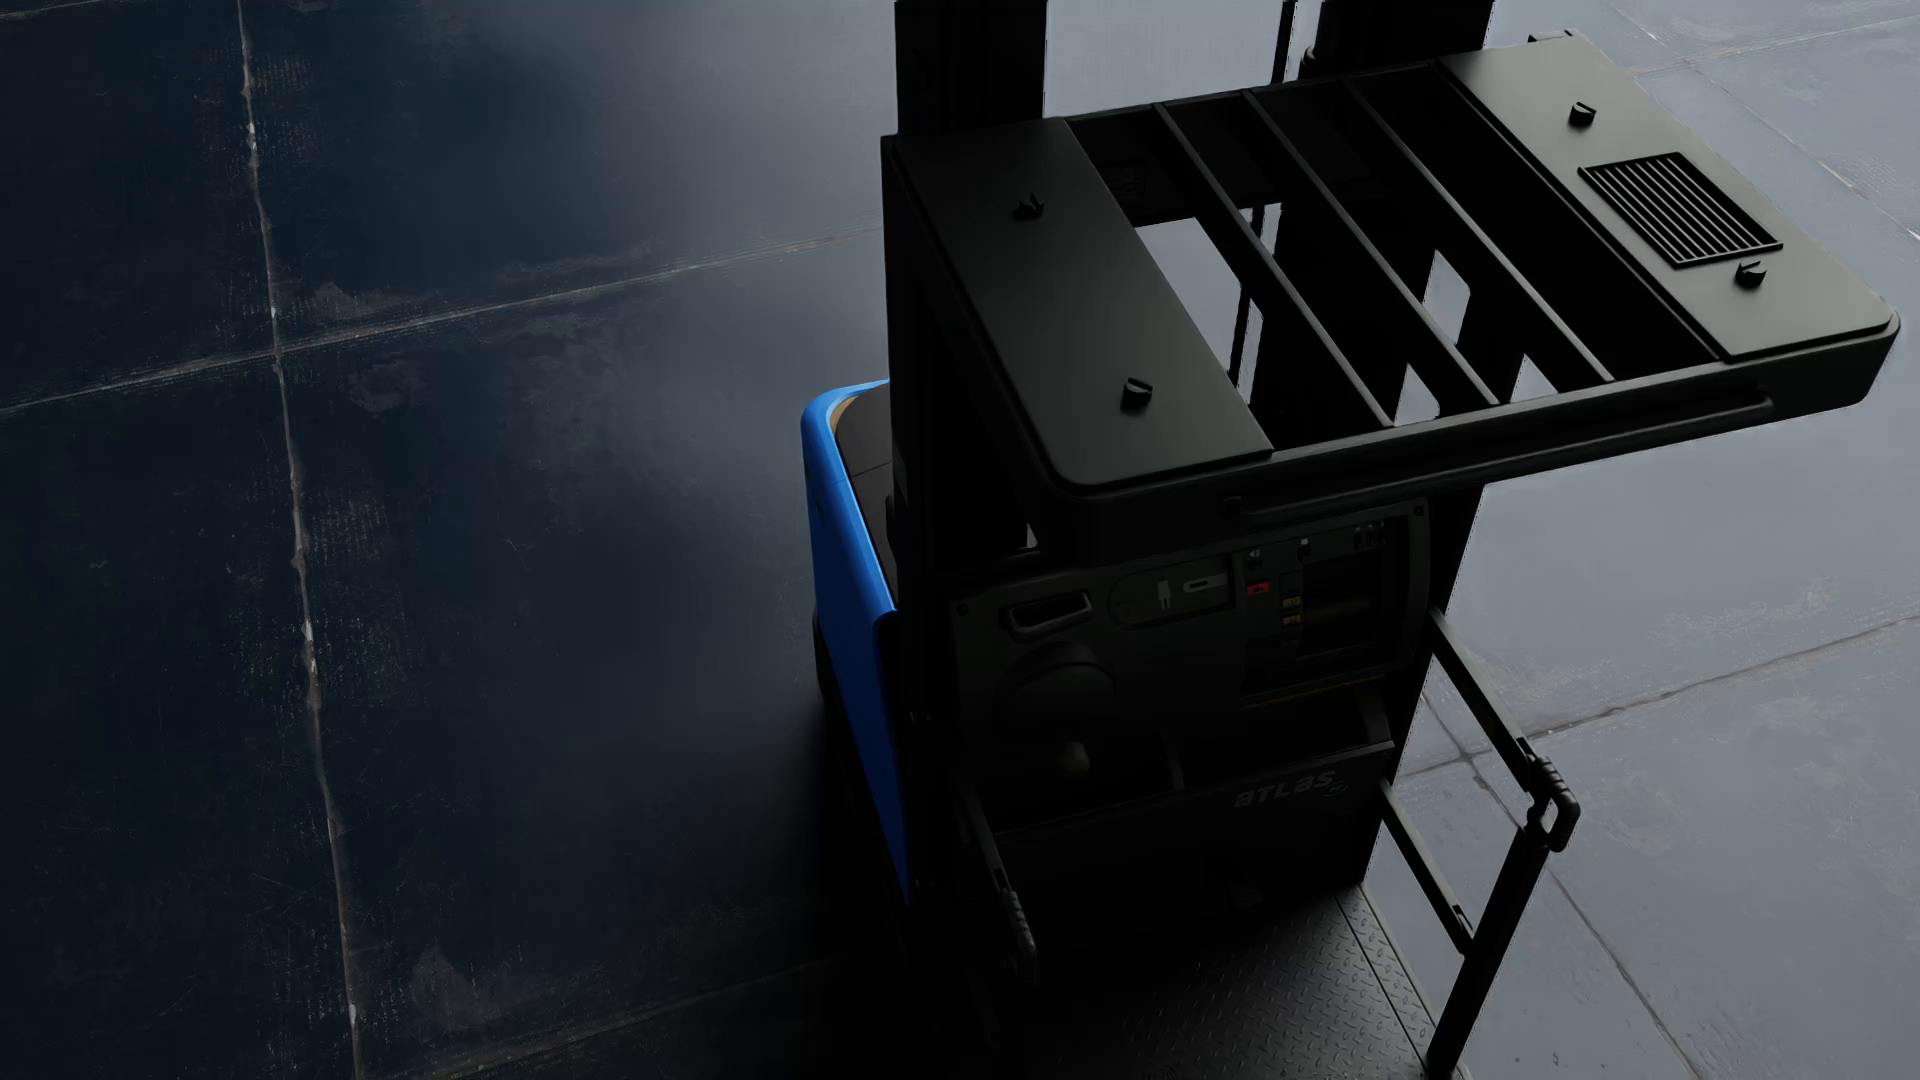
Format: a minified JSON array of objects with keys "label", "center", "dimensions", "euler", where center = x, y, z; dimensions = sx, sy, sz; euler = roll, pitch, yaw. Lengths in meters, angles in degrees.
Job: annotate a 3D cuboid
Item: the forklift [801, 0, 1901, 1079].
[{"label":"forklift","center":[0.495,0.269,2.913],"dimensions":[1.130,2.935,3.031],"euler":[-12,46,-11]}]
